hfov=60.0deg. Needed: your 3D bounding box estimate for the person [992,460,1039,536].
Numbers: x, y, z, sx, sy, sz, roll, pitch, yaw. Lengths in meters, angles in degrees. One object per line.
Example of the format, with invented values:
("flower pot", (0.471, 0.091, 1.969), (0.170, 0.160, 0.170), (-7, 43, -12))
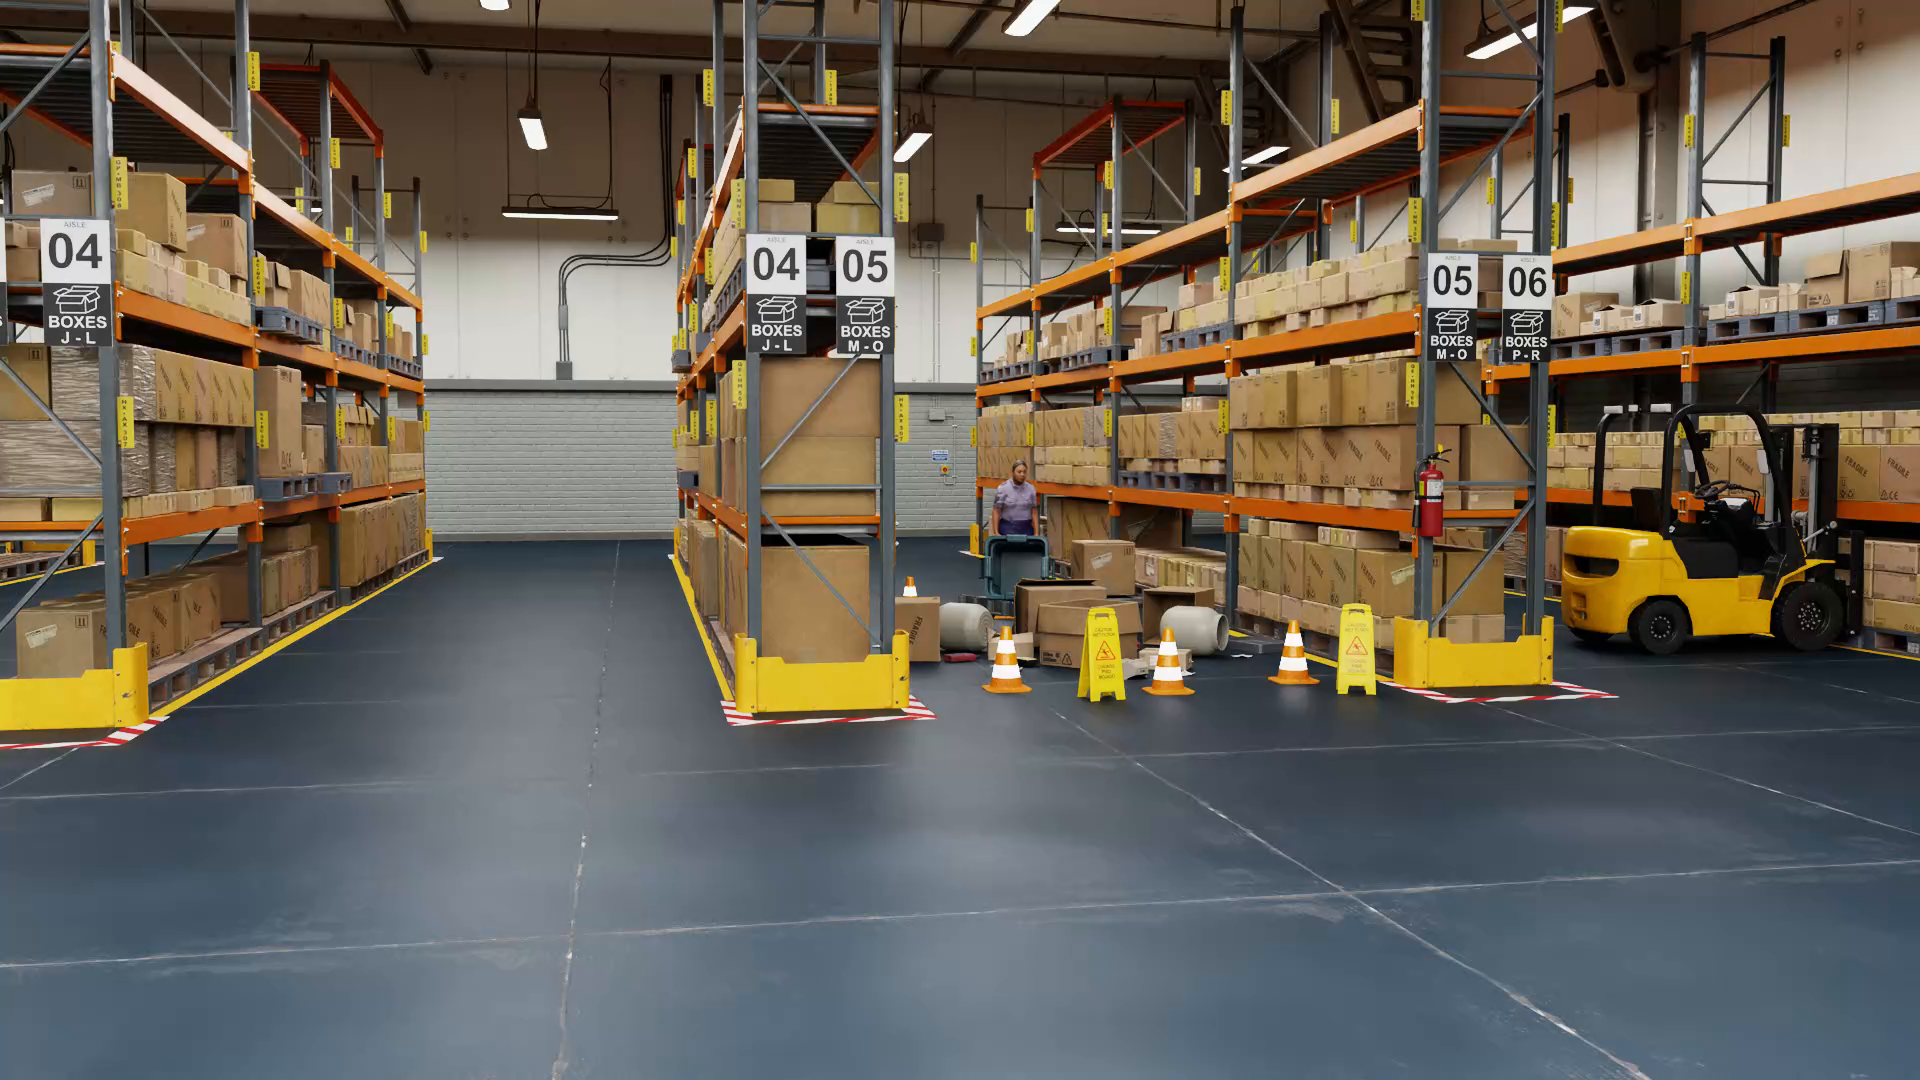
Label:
("person", (0.601, -0.047, 18.085), (0.549, 1.651, 0.350), (-1, 3, -16))
